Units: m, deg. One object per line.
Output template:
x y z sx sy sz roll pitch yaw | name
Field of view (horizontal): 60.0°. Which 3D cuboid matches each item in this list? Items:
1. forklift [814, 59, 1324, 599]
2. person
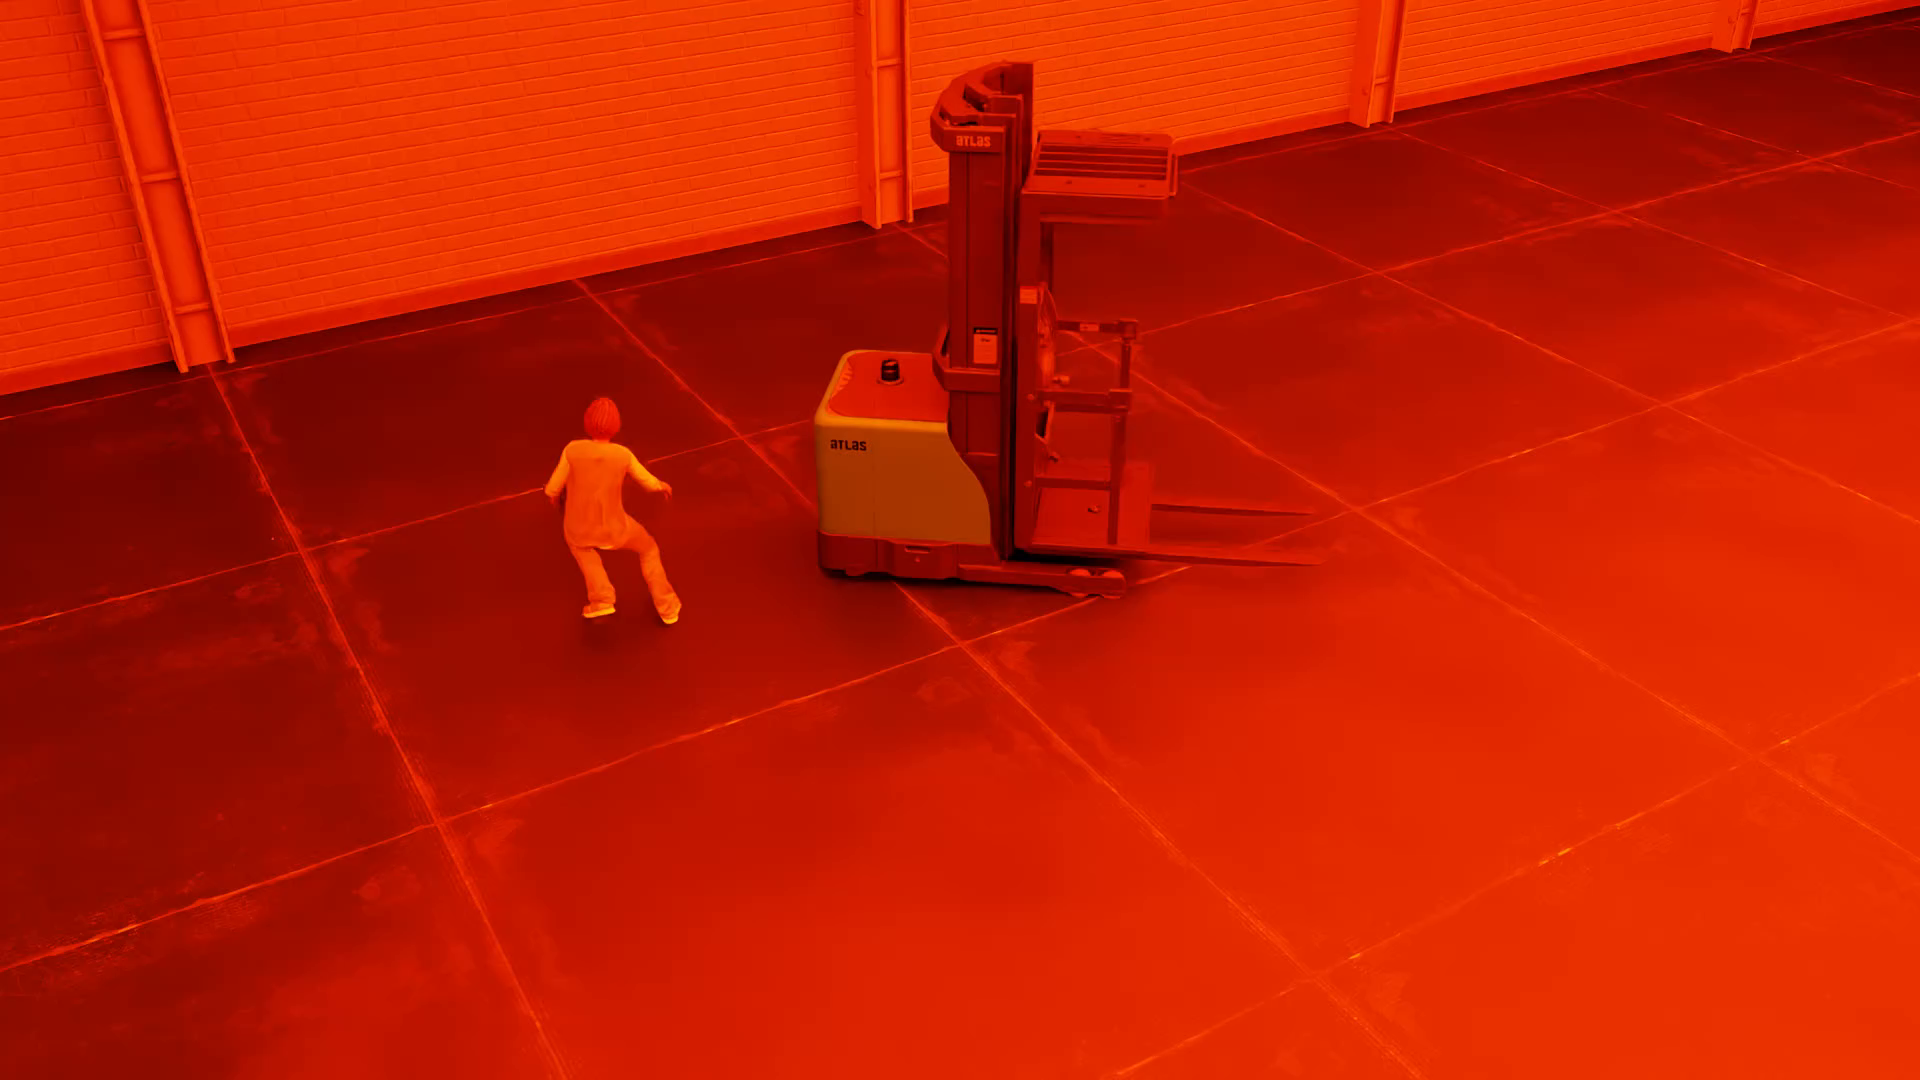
0.694 -1.195 9.642 3.031 2.935 1.130 4 31 6 | forklift
-1.961 -0.157 9.325 0.662 1.466 0.547 -3 31 -5 | person
